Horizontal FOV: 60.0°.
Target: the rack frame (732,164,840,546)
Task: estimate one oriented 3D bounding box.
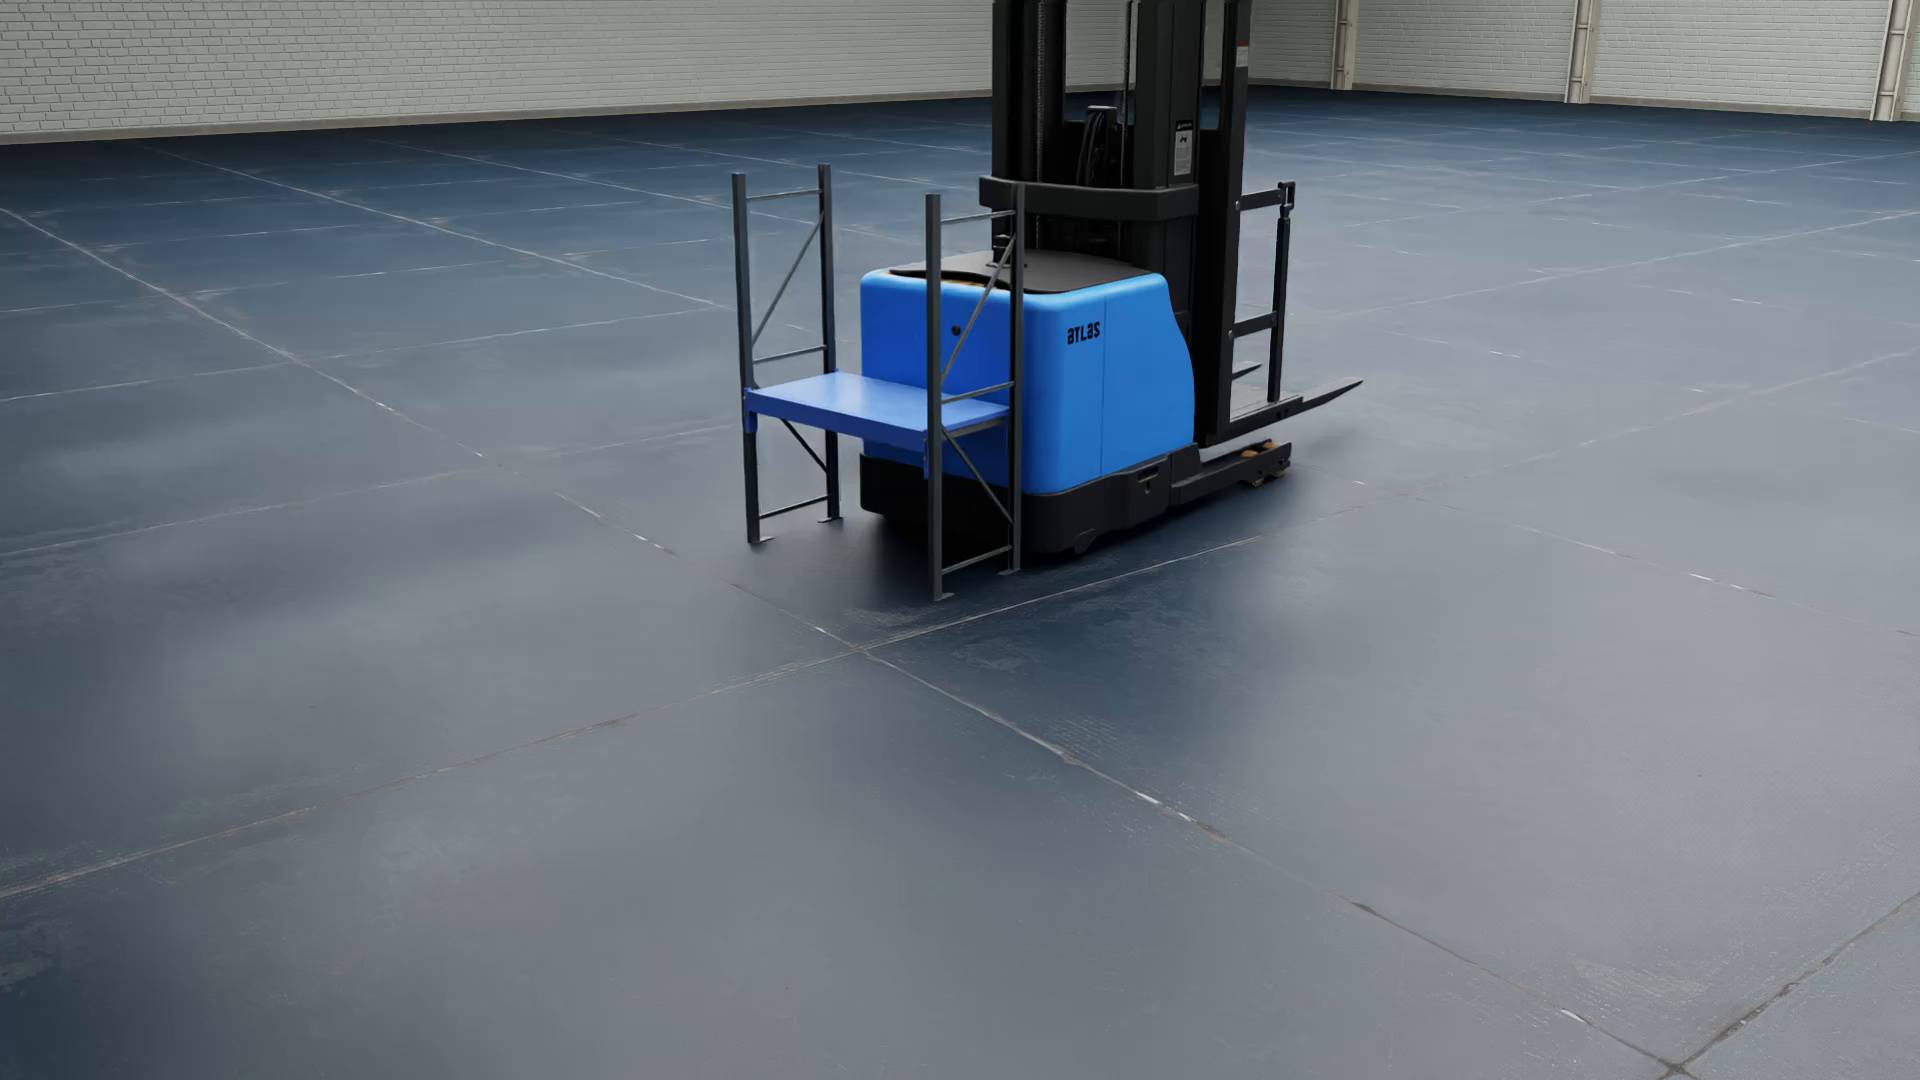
[{"bbox_3d":[-0.699,-0.751,6.785,0.032,1.500,0.500,16,24,39],"label":"rack frame"}]

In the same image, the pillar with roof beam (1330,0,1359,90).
[{"bbox_3d":[5.338,-13.726,34.040,9.100,9.000,0.400,-14,23,-36],"label":"pillar with roof beam"}]

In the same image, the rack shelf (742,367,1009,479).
[{"bbox_3d":[-0.320,-0.474,6.520,1.000,0.185,0.538,16,24,39],"label":"rack shelf"}]

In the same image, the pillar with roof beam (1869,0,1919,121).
[{"bbox_3d":[12.789,-10.769,25.110,9.100,9.000,0.400,-14,23,-36],"label":"pillar with roof beam"}]

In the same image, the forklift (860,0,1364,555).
[{"bbox_3d":[0.902,-1.727,7.457,1.130,2.935,3.031,15,23,37],"label":"forklift"}]

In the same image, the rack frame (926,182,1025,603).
[{"bbox_3d":[0.059,-0.538,6.142,0.032,1.500,0.500,16,24,39],"label":"rack frame"}]

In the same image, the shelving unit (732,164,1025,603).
[{"bbox_3d":[-0.320,-0.644,6.463,1.048,1.500,0.538,16,24,39],"label":"shelving unit"}]

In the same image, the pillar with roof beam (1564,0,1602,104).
[{"bbox_3d":[9.064,-12.247,29.575,9.100,9.000,0.400,-14,23,-36],"label":"pillar with roof beam"}]
